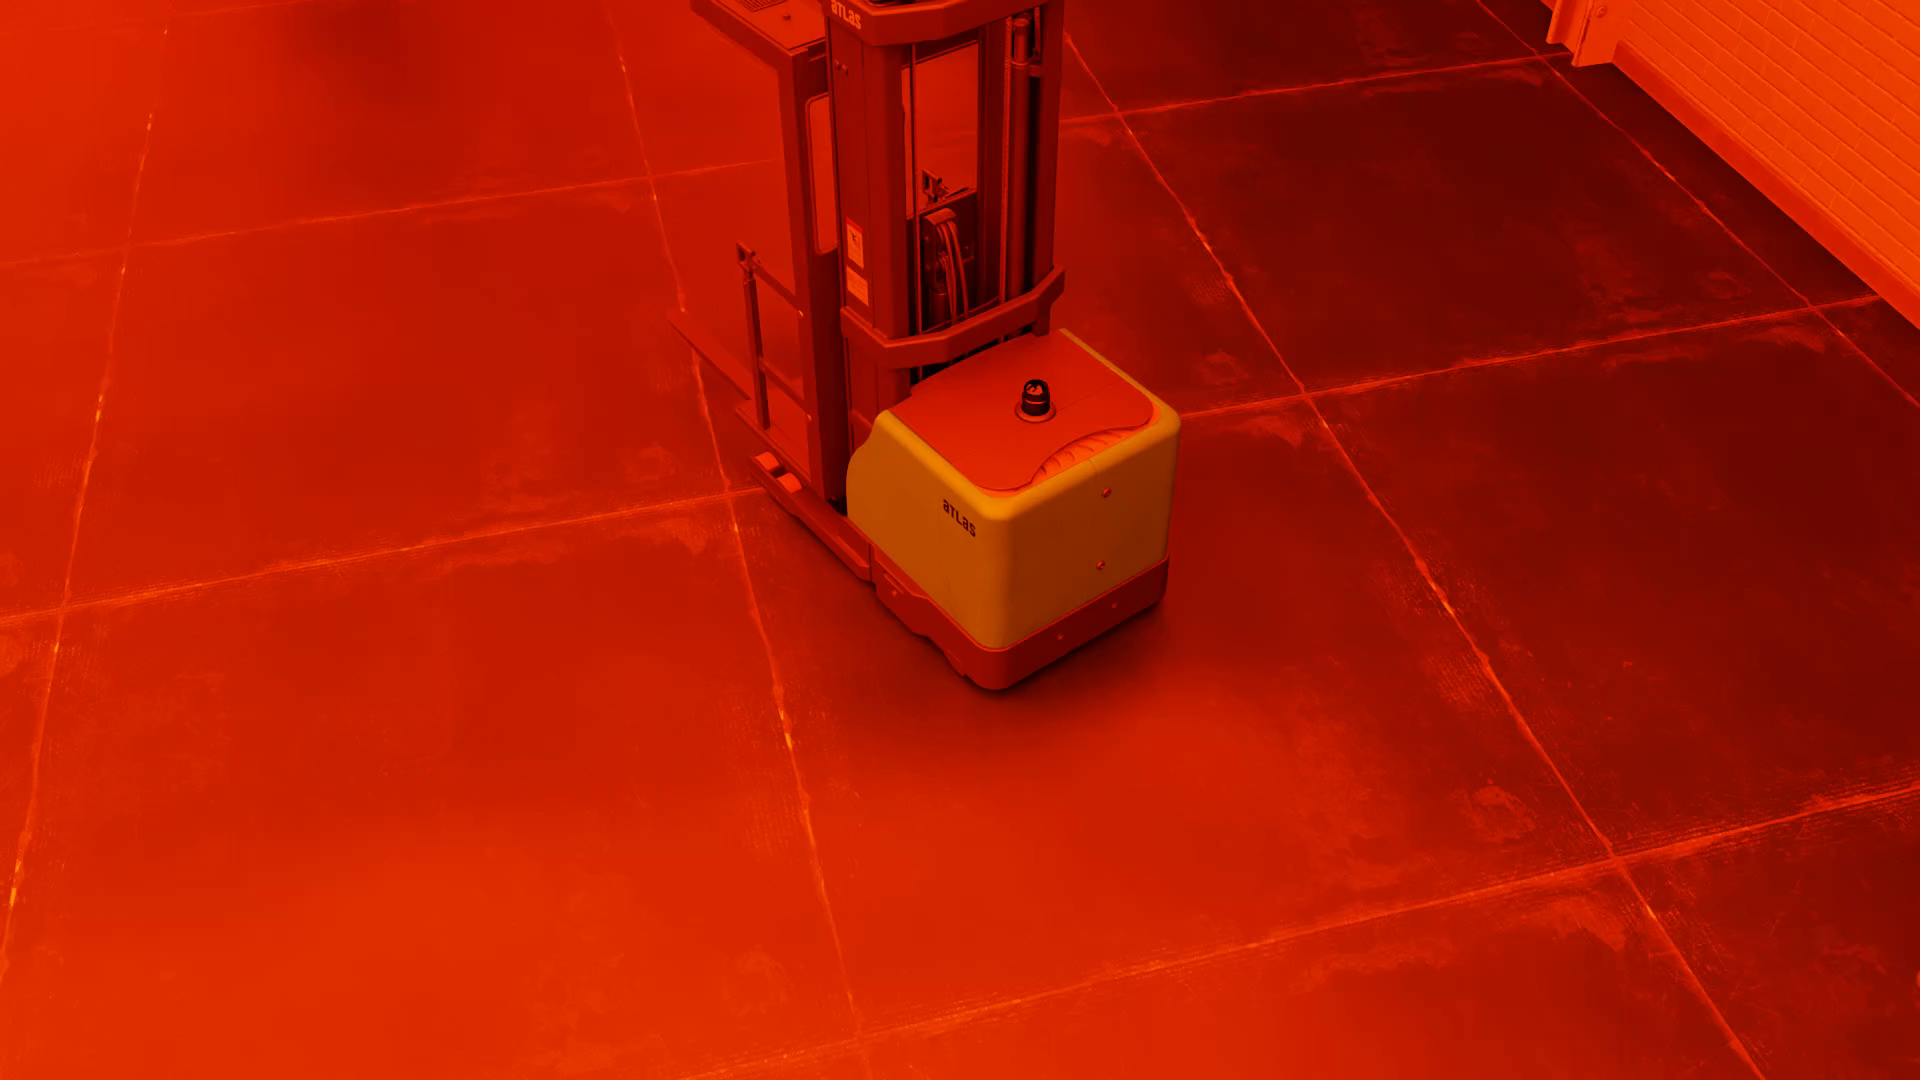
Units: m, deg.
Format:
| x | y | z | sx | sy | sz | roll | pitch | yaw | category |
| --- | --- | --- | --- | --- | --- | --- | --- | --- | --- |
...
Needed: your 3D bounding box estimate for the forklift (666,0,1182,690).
| x | y | z | sx | sy | sz | roll | pitch | yaw | category |
| --- | --- | --- | --- | --- | --- | --- | --- | --- | --- |
| -0.366 | -1.399 | 7.126 | 1.130 | 2.935 | 3.031 | -27 | 50 | -26 | forklift |
